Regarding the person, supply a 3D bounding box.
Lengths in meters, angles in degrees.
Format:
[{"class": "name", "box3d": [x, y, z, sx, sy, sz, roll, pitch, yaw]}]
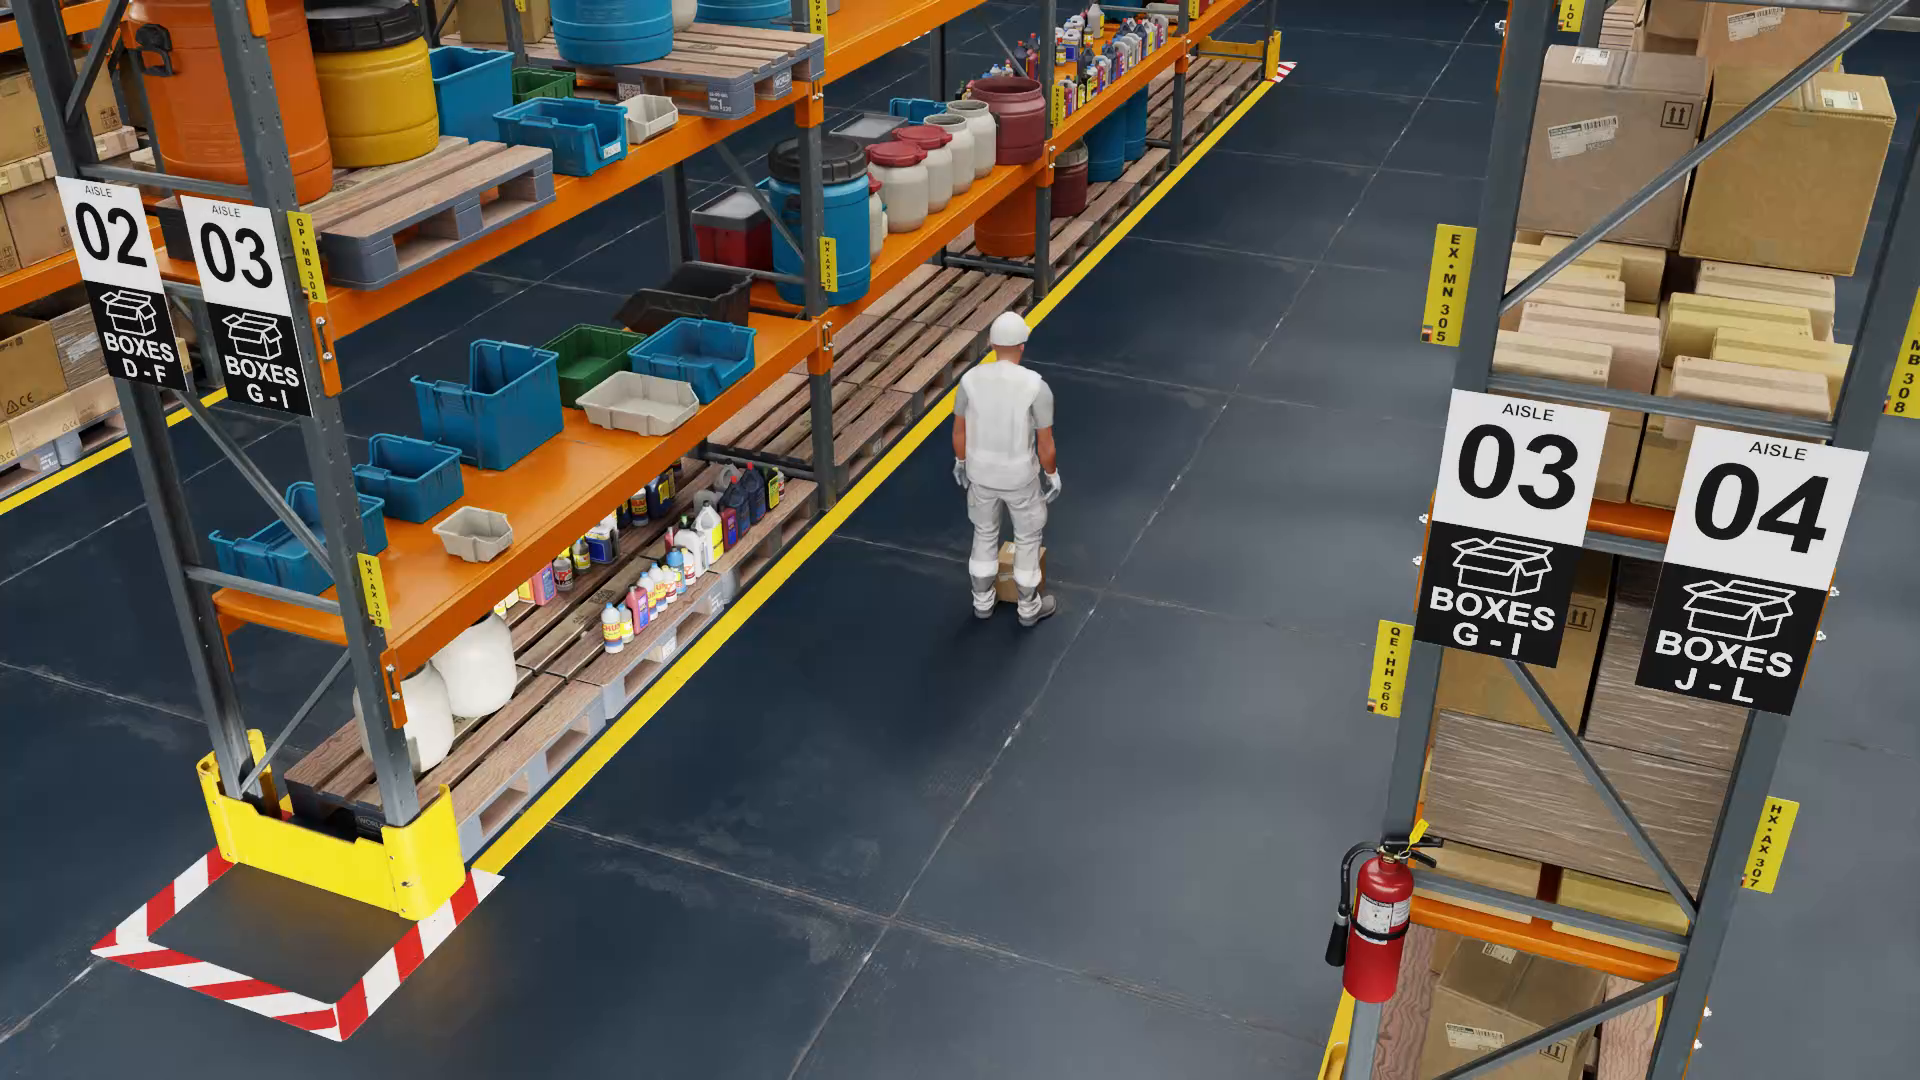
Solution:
[{"class": "person", "box3d": [0.255, -0.372, 9.048, 0.612, 1.779, 0.455, 11, 31, 19]}]
